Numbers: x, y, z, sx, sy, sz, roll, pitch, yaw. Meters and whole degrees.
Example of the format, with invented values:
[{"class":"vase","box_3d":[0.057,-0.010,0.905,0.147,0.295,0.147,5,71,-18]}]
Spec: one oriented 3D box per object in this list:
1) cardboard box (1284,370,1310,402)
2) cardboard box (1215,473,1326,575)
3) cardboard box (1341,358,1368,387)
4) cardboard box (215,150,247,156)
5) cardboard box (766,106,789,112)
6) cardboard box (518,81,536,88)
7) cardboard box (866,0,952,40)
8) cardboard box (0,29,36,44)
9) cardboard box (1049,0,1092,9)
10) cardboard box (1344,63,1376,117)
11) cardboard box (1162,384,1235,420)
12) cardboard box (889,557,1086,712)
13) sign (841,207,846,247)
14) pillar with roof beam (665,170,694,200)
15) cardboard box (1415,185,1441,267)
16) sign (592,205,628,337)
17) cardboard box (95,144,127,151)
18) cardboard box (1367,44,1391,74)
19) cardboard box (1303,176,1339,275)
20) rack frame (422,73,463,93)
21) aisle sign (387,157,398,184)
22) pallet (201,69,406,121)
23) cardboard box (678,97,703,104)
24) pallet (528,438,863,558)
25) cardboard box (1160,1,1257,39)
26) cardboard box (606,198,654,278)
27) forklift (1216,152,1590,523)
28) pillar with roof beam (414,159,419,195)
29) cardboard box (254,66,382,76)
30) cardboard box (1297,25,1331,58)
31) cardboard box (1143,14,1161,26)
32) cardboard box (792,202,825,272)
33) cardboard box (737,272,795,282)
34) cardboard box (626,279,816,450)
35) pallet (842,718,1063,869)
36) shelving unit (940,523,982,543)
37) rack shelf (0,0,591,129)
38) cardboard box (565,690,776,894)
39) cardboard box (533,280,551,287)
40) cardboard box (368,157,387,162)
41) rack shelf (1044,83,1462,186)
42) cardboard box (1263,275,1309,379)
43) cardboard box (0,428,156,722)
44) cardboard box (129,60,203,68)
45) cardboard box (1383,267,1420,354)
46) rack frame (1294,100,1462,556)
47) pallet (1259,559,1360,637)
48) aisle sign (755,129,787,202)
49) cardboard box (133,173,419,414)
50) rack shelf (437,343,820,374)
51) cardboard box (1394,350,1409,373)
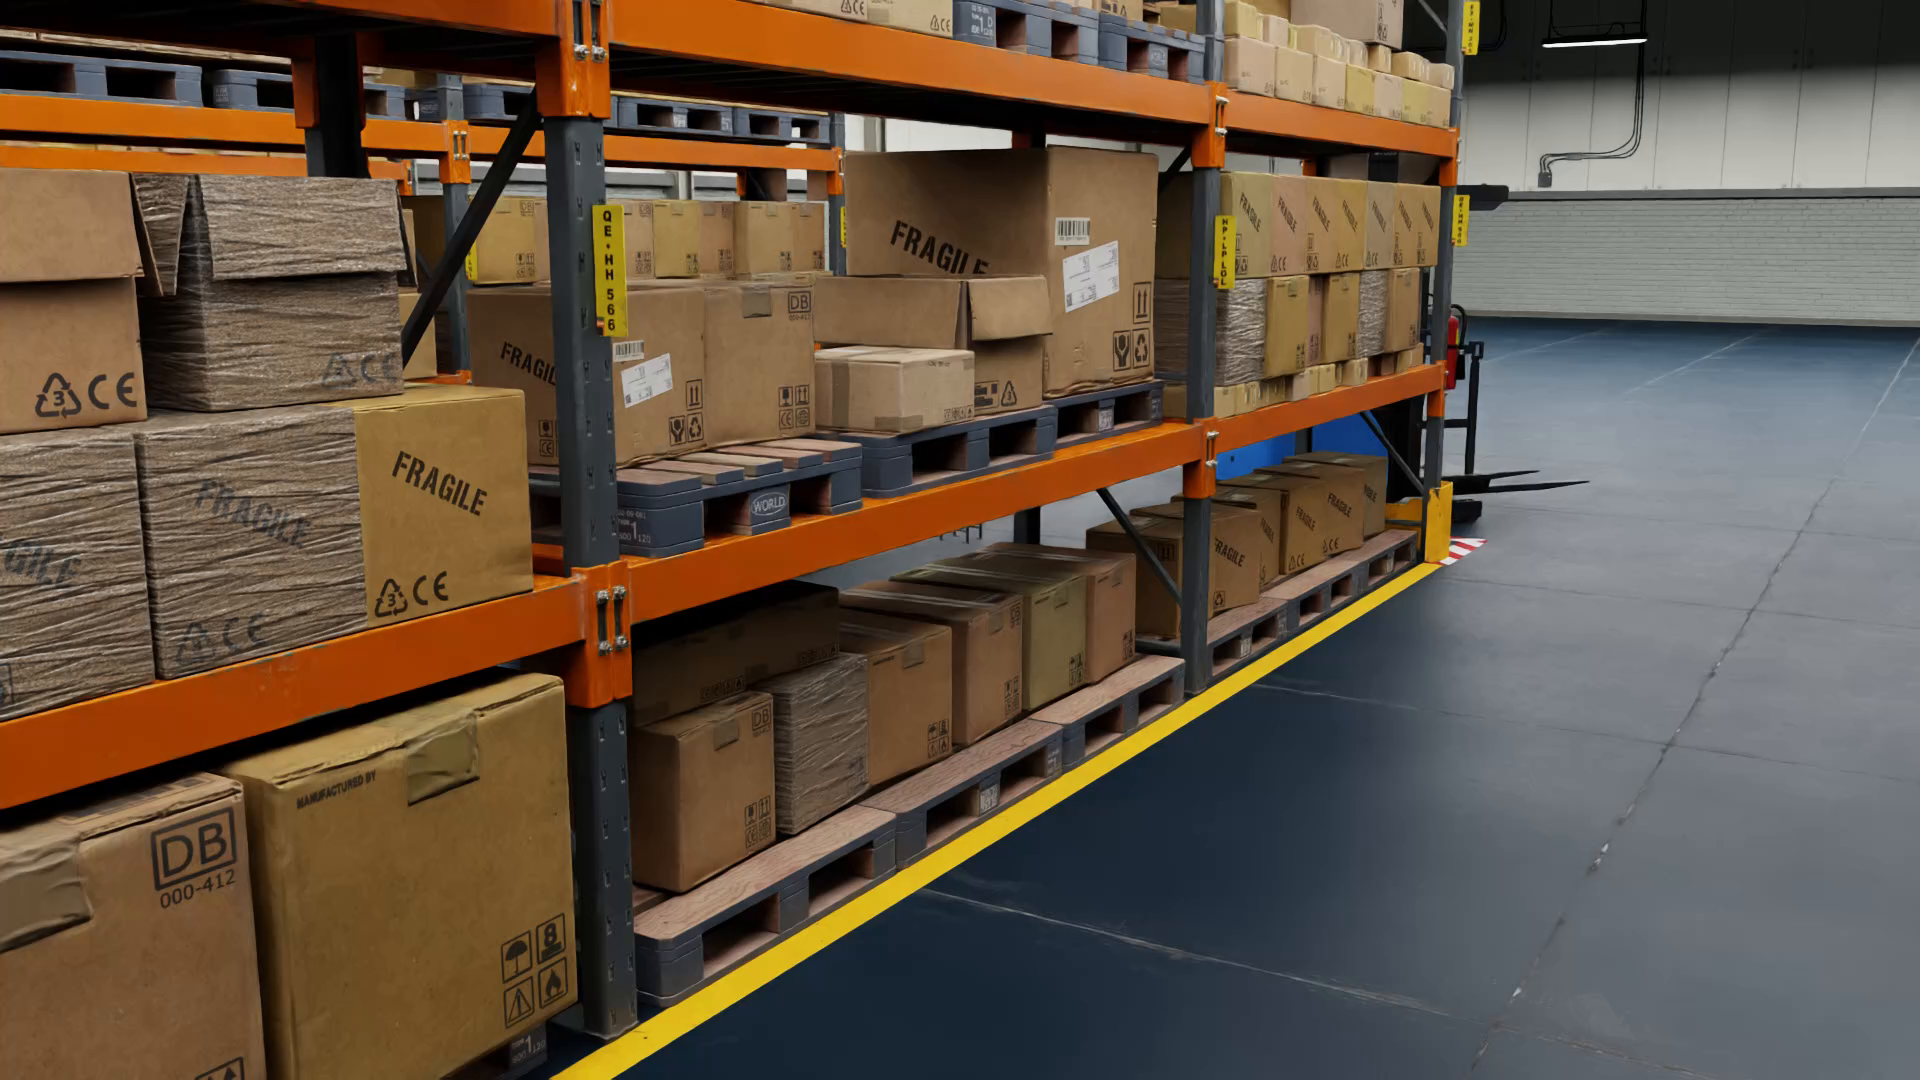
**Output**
[{"class":"cardboard box","box_3d":[1.626,-0.824,8.800,0.380,0.149,0.250,6,12,31]},{"class":"cardboard box","box_3d":[1.839,-0.103,9.918,0.500,0.500,0.500,8,13,36]},{"class":"cardboard box","box_3d":[2.139,-0.982,9.643,0.380,0.149,0.250,6,12,31]},{"class":"cardboard box","box_3d":[-6.375,-3.385,14.327,0.380,0.149,0.250,6,12,30]},{"class":"cardboard box","box_3d":[-1.534,-3.347,12.714,0.380,0.149,0.250,7,12,32]},{"class":"cardboard box","box_3d":[-2.851,-2.948,10.585,0.380,0.149,0.250,6,12,31]},{"class":"cardboard box","box_3d":[-0.366,-1.770,5.429,0.500,0.250,0.500,7,13,32]},{"class":"cardboard box","box_3d":[-4.716,-2.475,7.781,0.500,0.250,0.500,7,13,32]},{"class":"cardboard box","box_3d":[0.321,-2.244,6.775,0.396,0.266,0.258,7,13,33]},{"class":"cardboard box","box_3d":[1.980,-2.478,9.210,0.500,0.250,0.500,6,12,30]},{"class":"cardboard box","box_3d":[1.092,-0.668,7.969,0.380,0.149,0.250,6,12,31]},{"class":"cardboard box","box_3d":[0.122,0.394,7.212,0.700,0.500,0.500,6,12,30]},{"class":"sign","box_3d":[-0.930,-2.537,13.478,0.100,0.325,0.005,6,12,31]},{"class":"pillar with roof beam","box_3d":[-1.136,-7.237,26.073,9.100,9.000,0.400,6,12,31]},{"class":"cardboard box","box_3d":[2.726,-1.992,10.562,0.500,0.500,0.500,6,12,31]},{"class":"sign","box_3d":[-0.877,-0.674,4.171,0.100,0.325,0.005,6,12,31]},{"class":"cardboard box","box_3d":[-6.993,-3.231,13.505,0.380,0.149,0.250,7,13,32]},{"class":"cardboard box","box_3d":[2.241,-2.735,9.498,0.380,0.149,0.250,6,12,28]},{"class":"cardboard box","box_3d":[1.692,-1.677,8.879,0.500,0.500,0.500,6,12,31]},{"class":"rack frame","box_3d":[-3.463,-4.225,9.982,1.000,3.000,0.127,6,12,31]},{"class":"aisle sign","box_3d":[-5.390,-3.622,16.001,0.394,0.787,0.004,6,12,31]},{"class":"pallet","box_3d":[-3.897,-2.508,9.481,0.805,0.209,1.217,6,12,28]},{"class":"cardboard box","box_3d":[-2.062,-3.187,11.861,0.380,0.149,0.250,7,12,31]},{"class":"pallet","box_3d":[-1.075,-0.185,5.229,1.213,0.211,1.003,6,12,31]},{"class":"cardboard box","box_3d":[1.155,-2.405,7.735,0.380,0.149,0.250,6,12,29]},{"class":"cardboard box","box_3d":[-2.658,-2.105,11.619,0.875,0.550,0.550,6,12,31]},{"class":"forklift","box_3d":[3.438,-1.655,12.745,3.031,2.935,1.130,-4,11,-18]},{"class":"pillar with roof beam","box_3d":[-4.251,-6.294,21.032,9.100,9.000,0.400,6,12,31]},{"class":"cardboard box","box_3d":[-3.693,-2.806,9.549,0.500,0.250,0.500,7,12,31]},{"class":"cardboard box","box_3d":[1.698,-2.570,8.618,0.380,0.149,0.250,6,12,30]},{"class":"cardboard box","box_3d":[0.862,-2.495,8.218,0.380,0.149,0.250,7,12,31]},{"class":"cardboard box","box_3d":[-1.612,-2.455,13.490,0.875,0.550,0.550,6,12,31]},{"class":"cardboard box","box_3d":[-1.808,-1.828,13.073,0.875,0.550,0.550,6,12,31]},{"class":"cardboard box","box_3d":[-0.903,-0.599,5.504,0.700,0.500,0.500,9,14,39]},{"class":"pallet","box_3d":[-0.312,0.899,6.491,1.003,0.211,1.213,6,12,31]},{"class":"shelving unit","box_3d":[0.008,-0.592,11.770,0.258,1.200,0.189,6,12,31]},{"class":"rack shelf","box_3d":[-2.392,-0.964,2.668,1.077,0.370,4.000,6,12,31]},{"class":"cardboard box","box_3d":[-1.023,0.748,5.321,0.700,0.500,0.500,6,12,28]},{"class":"cardboard box","box_3d":[-3.016,-1.498,11.310,0.875,0.550,0.550,6,12,31]},{"class":"cardboard box","box_3d":[-5.616,-3.630,15.641,0.380,0.149,0.250,6,12,31]},{"class":"rack shelf","box_3d":[1.762,-2.222,9.389,1.077,0.370,4.000,6,12,31]},{"class":"cardboard box","box_3d":[1.299,-1.122,8.630,0.875,0.500,0.500,6,12,31]},{"class":"cardboard box","box_3d":[-1.929,0.055,3.154,0.500,0.500,0.500,6,12,29]},{"class":"cardboard box","box_3d":[-4.413,-2.687,9.189,0.380,0.149,0.250,6,12,31]},{"class":"cardboard box","box_3d":[2.334,-1.437,10.313,0.875,0.500,0.500,6,12,31]},{"class":"rack frame","box_3d":[2.800,-1.416,11.279,1.000,3.000,0.127,6,12,31]},{"class":"pallet","box_3d":[1.674,0.282,9.786,1.003,0.211,1.213,6,12,31]},{"class":"aisle sign","box_3d":[-1.606,-3.223,13.868,0.394,0.787,0.004,6,12,31]},{"class":"cardboard box","box_3d":[-1.747,-0.586,3.851,0.797,0.503,0.637,7,13,33]},{"class":"rack shelf","box_3d":[-2.425,-1.237,12.281,1.077,0.370,4.000,6,12,31]},{"class":"cardboard box","box_3d":[2.612,-1.144,10.511,0.380,0.149,0.250,6,12,31]}]
